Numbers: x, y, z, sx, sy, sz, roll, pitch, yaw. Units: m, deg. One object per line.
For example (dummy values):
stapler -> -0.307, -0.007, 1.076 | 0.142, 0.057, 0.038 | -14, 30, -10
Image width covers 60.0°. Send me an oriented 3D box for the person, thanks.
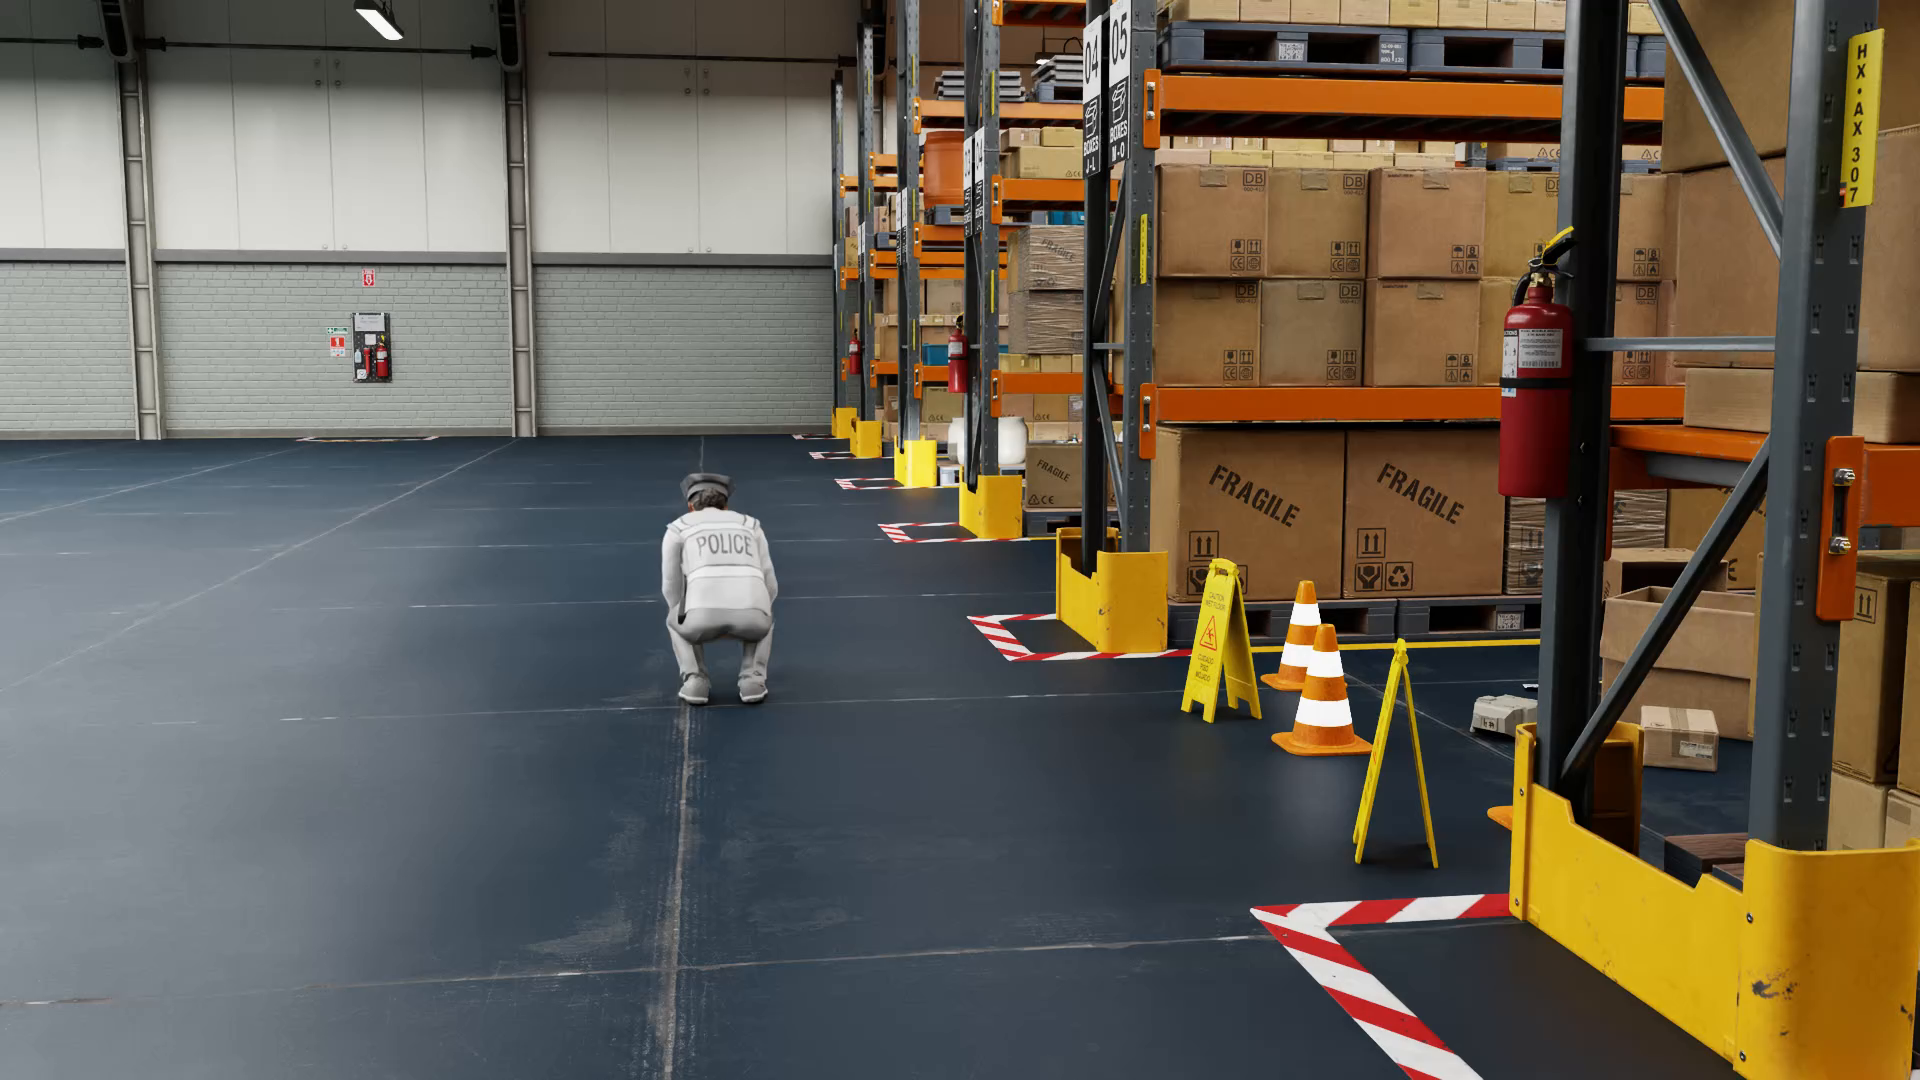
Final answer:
person -> -1.039, 0.202, 7.218 | 0.508, 0.958, 0.822 | -1, 7, -9
